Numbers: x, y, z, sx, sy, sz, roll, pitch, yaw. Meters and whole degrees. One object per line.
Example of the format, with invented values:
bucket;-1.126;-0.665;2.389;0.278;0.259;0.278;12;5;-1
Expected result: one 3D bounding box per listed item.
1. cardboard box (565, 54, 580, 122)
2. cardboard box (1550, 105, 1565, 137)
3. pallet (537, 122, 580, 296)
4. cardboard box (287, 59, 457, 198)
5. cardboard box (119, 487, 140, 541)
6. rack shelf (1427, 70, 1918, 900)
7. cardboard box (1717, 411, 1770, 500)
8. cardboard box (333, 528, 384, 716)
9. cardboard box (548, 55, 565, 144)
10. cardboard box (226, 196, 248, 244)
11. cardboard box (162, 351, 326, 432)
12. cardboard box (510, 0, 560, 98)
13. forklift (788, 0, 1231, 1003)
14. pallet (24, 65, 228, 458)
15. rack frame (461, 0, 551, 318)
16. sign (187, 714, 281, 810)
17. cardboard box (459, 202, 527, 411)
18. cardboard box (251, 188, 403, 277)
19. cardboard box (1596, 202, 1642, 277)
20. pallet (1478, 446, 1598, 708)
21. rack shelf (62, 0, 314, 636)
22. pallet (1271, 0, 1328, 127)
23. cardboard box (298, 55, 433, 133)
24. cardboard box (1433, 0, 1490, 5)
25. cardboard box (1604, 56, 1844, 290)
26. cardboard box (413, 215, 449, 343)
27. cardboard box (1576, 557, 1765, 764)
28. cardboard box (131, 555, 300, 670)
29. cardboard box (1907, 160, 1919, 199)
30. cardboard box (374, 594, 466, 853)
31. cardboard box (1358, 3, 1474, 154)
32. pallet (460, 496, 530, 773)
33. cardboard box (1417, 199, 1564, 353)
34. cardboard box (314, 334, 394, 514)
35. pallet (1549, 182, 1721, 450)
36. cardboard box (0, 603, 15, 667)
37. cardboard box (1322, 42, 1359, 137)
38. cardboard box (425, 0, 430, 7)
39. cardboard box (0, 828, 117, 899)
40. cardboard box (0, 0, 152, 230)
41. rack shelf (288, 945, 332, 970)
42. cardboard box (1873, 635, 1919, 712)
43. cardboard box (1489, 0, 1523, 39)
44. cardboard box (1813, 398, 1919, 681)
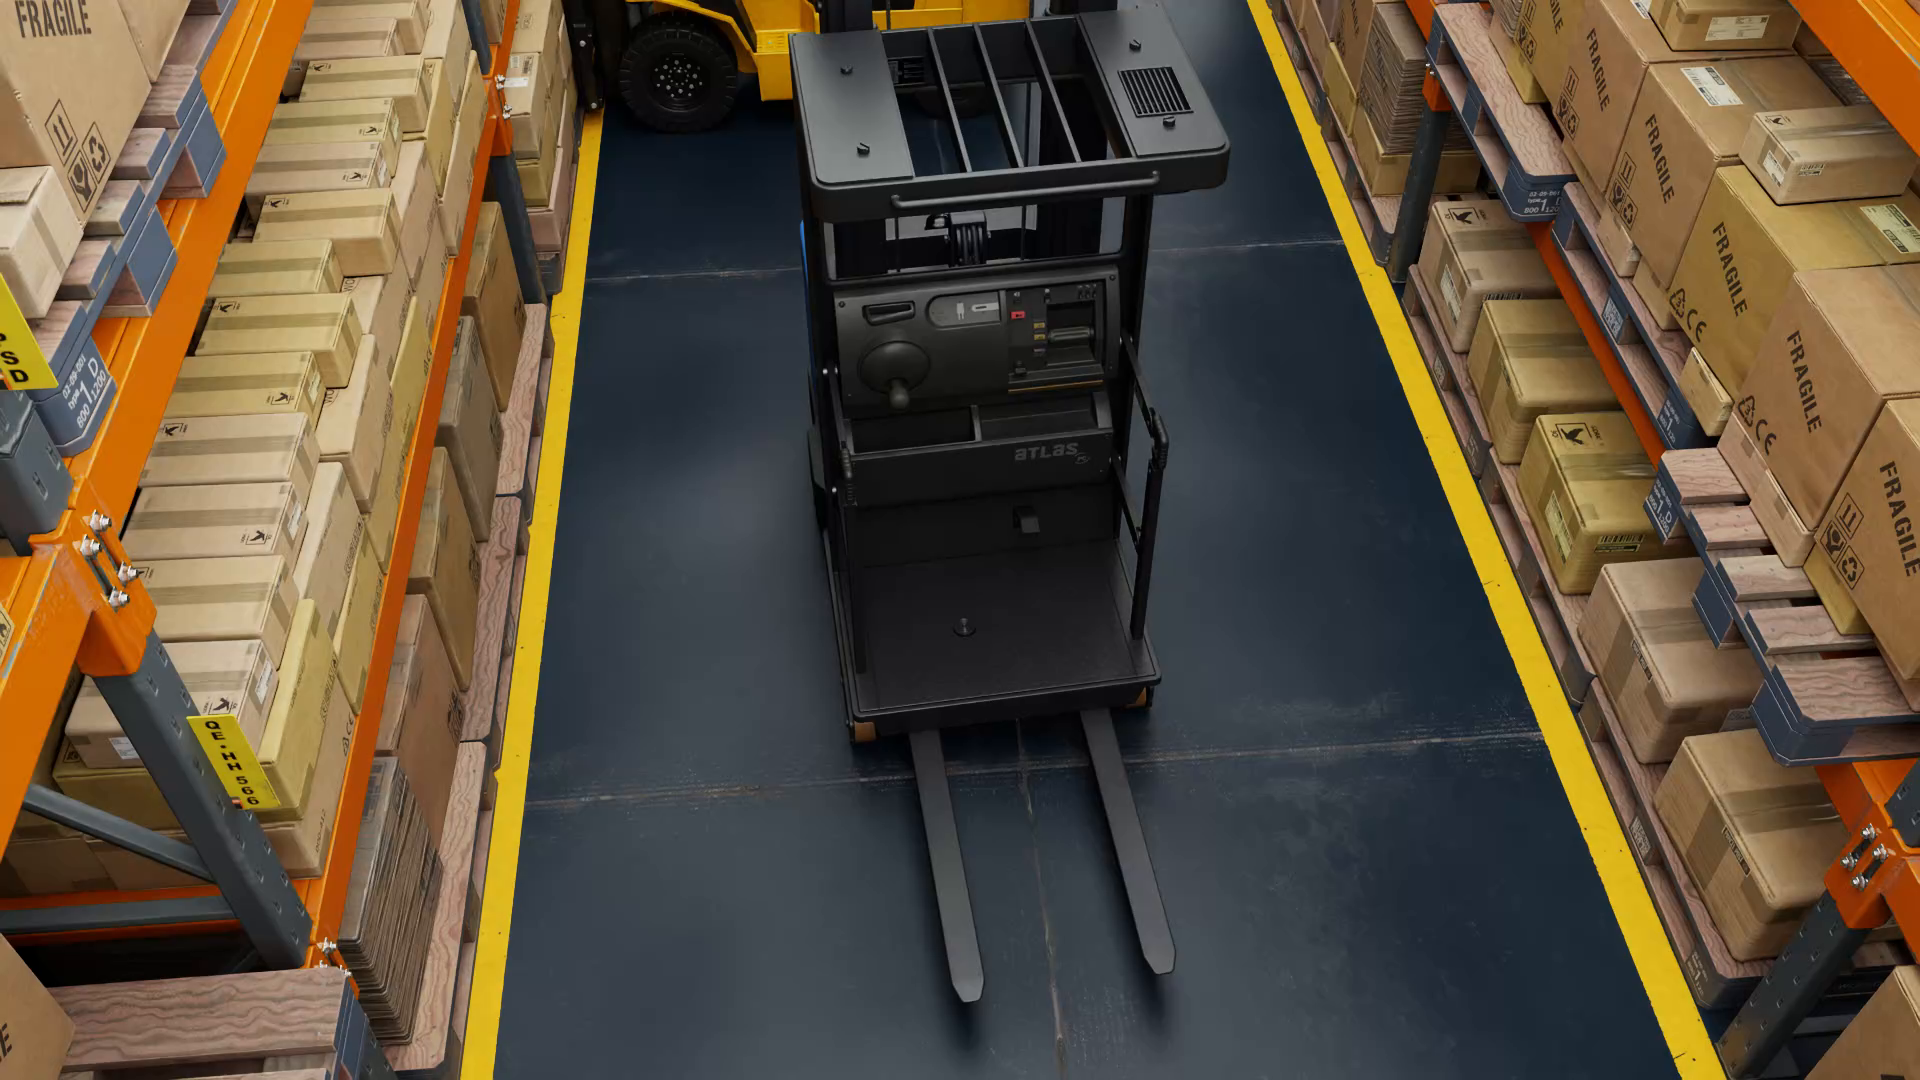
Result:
cardboard box;-2.229;-2.320;8.485;0.500;0.250;0.500;-3;47;-3
cardboard box;2.388;-1.575;6.060;0.380;0.149;0.250;-1;47;-1
pallet;-2.426;-1.632;8.151;1.003;0.211;1.213;-3;47;-3
cardboard box;-2.056;-1.422;5.790;0.500;0.250;0.500;-5;47;-4
cardboard box;-2.426;0.082;4.365;0.500;0.250;0.500;-3;47;-3
rack shelf;2.712;-0.623;5.770;1.077;0.370;4.000;-3;47;-3
cardboard box;2.444;-0.256;4.811;0.380;0.149;0.250;-5;47;-5
cardboard box;-1.898;0.232;4.567;0.500;0.250;0.500;-4;47;-4
cardboard box;-2.179;-2.117;7.949;0.500;0.250;0.500;-4;47;-4
cardboard box;-2.551;-1.015;5.404;0.500;0.250;0.500;-5;47;-4
cardboard box;-1.956;-0.371;4.520;0.380;0.149;0.250;-3;47;-3
cardboard box;-2.162;-2.296;7.774;0.500;0.250;0.500;-3;47;-3
forklift;0.098;-0.559;5.261;1.130;2.935;3.031;-7;47;-6
pallet;-2.213;-0.571;3.289;1.213;0.211;1.003;-2;47;-1
rack frame;-2.402;-2.013;6.591;1.000;3.000;0.127;-3;47;-3
sign;-1.527;0.470;3.496;0.100;0.325;0.005;-3;47;-3
cardboard box;-2.347;-0.964;6.944;0.875;0.625;0.625;-2;47;-2
cardboard box;-1.916;-0.927;5.047;0.380;0.149;0.250;-5;47;-4
cardboard box;2.357;-1.012;5.526;0.380;0.149;0.250;-2;47;-2
pallet;2.716;0.089;6.520;1.003;0.211;1.213;-3;47;-3
rack shelf;-2.234;-1.350;4.393;1.077;0.370;4.000;-3;47;-3
pallet;2.348;-2.727;9.188;1.003;0.211;1.213;-3;47;-3
cardboard box;-1.990;-1.489;5.579;0.380;0.149;0.250;-5;47;-5
cardboard box;2.214;-2.445;7.173;0.380;0.149;0.250;-4;47;-4
cardboard box;2.422;-1.150;5.210;0.500;0.500;0.500;-5;47;-5
cardboard box;-2.040;-0.889;5.629;0.500;0.250;0.500;-3;47;-3
cardboard box;2.772;0.393;5.833;0.950;0.372;0.625;-4;47;-4
cardboard box;-1.824;0.182;3.996;0.380;0.149;0.250;-3;47;-2
cardboard box;2.970;-0.805;4.883;0.500;0.500;0.500;-3;47;-3
cardboard box;-2.168;0.628;5.435;0.875;0.625;0.625;-2;47;-2
cardboard box;2.227;-2.186;7.843;0.500;0.500;0.500;-4;47;-4
pallet;-2.196;0.361;6.263;1.003;0.211;1.213;-3;47;-3
cardboard box;2.591;-1.179;7.322;0.950;0.372;0.625;-3;47;-3
cardboard box;-1.927;-0.318;4.744;0.500;0.250;0.500;-5;47;-4
pallet;2.673;-0.787;5.562;1.003;0.211;1.213;-3;47;-3
cardboard box;-1.782;0.257;2.478;0.500;0.250;0.500;-5;47;-5
cardboard box;2.172;-2.313;8.479;0.500;0.250;0.500;-5;47;-4
cardboard box;-2.152;-2.037;6.098;0.380;0.149;0.250;-2;47;-2
cardboard box;-2.359;0.623;4.198;0.500;0.250;0.500;-4;47;-4
cardboard box;-1.885;-0.903;3.046;0.500;0.500;0.500;-3;47;-3
rack shelf;-1.899;2.575;2.741;1.077;0.370;4.000;-3;47;-3
cardboard box;2.617;0.295;4.288;0.380;0.149;0.250;-2;47;-2
cardboard box;2.298;-2.242;6.245;0.500;0.500;0.500;-2;47;-2
cardboard box;2.564;-0.017;4.137;0.500;0.500;0.500;-5;47;-4
